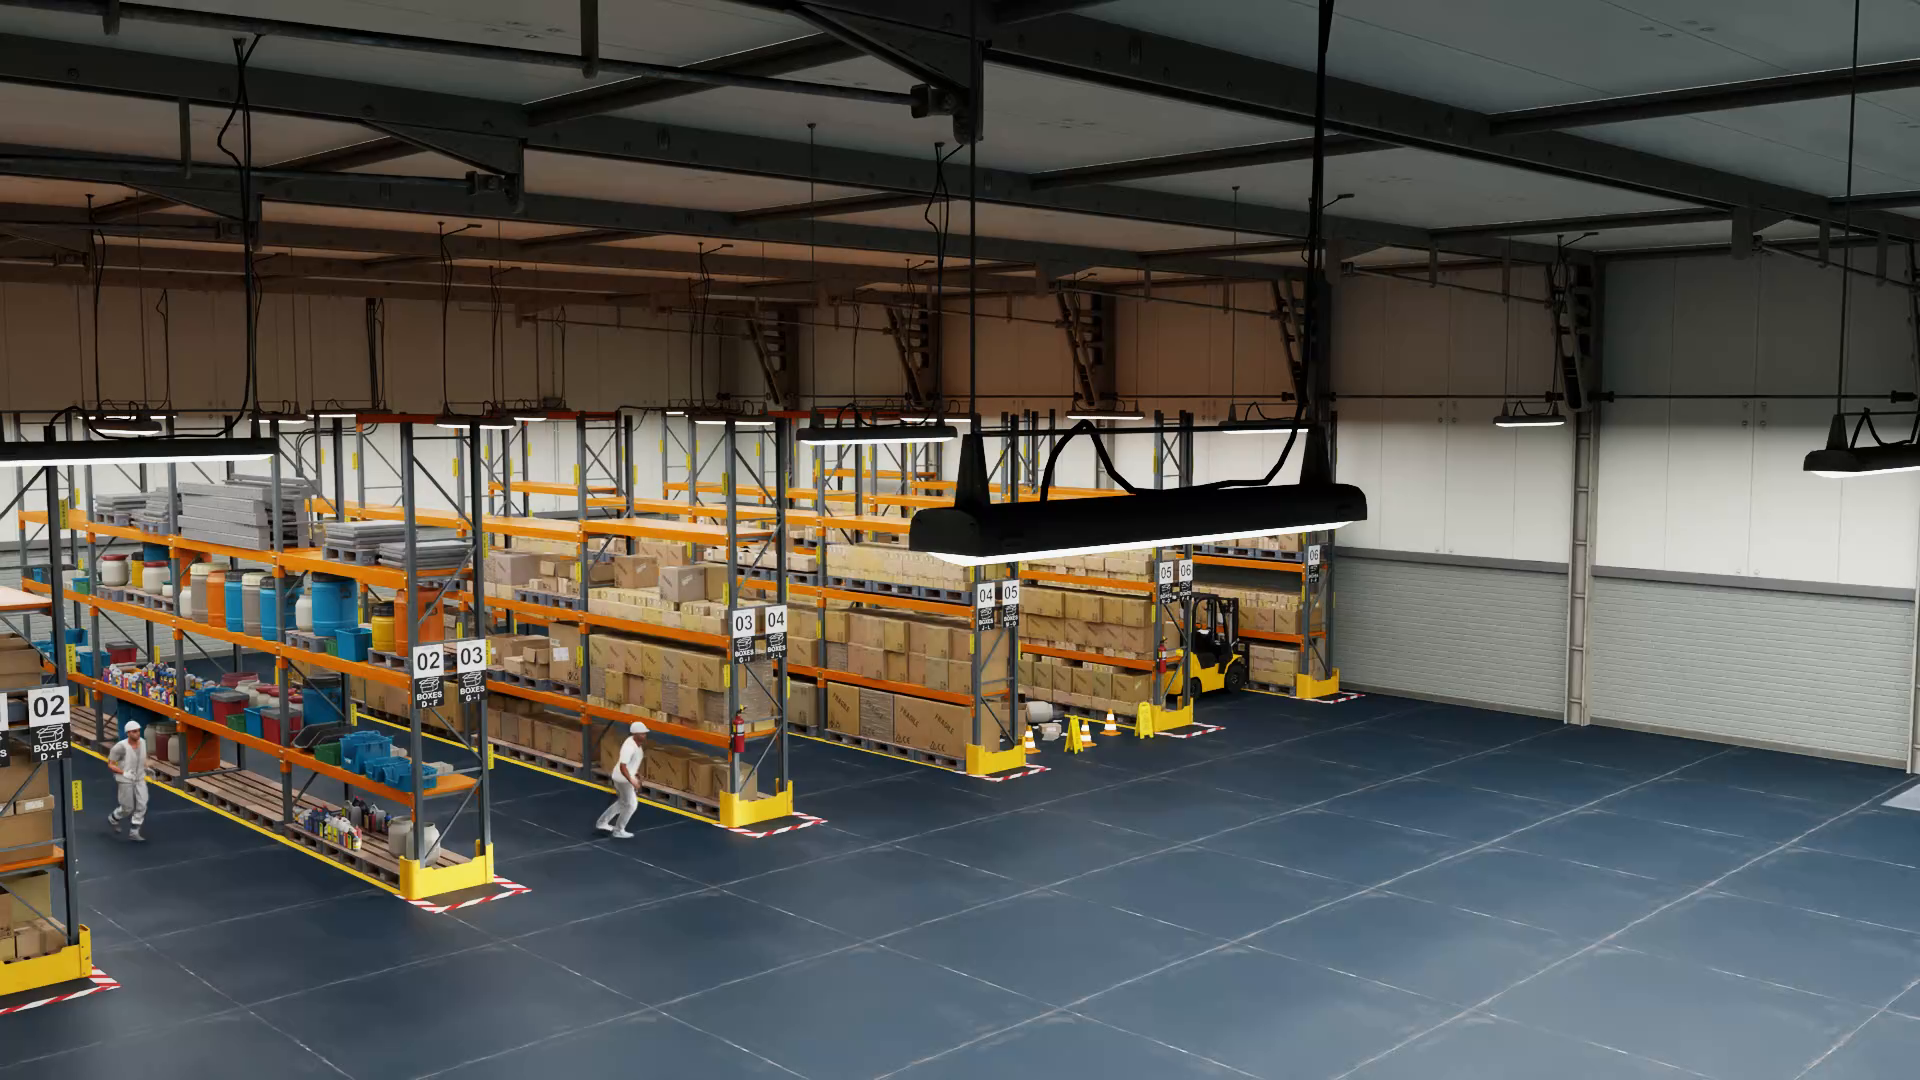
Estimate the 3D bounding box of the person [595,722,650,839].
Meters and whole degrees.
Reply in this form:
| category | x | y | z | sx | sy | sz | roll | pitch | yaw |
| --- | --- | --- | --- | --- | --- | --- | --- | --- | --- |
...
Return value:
| category | x | y | z | sx | sy | sz | roll | pitch | yaw |
| --- | --- | --- | --- | --- | --- | --- | --- | --- | --- |
| person | -4.815 | 3.435 | 23.758 | 0.791 | 1.701 | 0.667 | -1 | 5 | -7 |

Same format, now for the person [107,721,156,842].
| category | x | y | z | sx | sy | sz | roll | pitch | yaw |
| --- | --- | --- | --- | --- | --- | --- | --- | --- | --- |
| person | -11.853 | 3.421 | 23.675 | 0.790 | 1.737 | 0.651 | 3 | 6 | 32 |
